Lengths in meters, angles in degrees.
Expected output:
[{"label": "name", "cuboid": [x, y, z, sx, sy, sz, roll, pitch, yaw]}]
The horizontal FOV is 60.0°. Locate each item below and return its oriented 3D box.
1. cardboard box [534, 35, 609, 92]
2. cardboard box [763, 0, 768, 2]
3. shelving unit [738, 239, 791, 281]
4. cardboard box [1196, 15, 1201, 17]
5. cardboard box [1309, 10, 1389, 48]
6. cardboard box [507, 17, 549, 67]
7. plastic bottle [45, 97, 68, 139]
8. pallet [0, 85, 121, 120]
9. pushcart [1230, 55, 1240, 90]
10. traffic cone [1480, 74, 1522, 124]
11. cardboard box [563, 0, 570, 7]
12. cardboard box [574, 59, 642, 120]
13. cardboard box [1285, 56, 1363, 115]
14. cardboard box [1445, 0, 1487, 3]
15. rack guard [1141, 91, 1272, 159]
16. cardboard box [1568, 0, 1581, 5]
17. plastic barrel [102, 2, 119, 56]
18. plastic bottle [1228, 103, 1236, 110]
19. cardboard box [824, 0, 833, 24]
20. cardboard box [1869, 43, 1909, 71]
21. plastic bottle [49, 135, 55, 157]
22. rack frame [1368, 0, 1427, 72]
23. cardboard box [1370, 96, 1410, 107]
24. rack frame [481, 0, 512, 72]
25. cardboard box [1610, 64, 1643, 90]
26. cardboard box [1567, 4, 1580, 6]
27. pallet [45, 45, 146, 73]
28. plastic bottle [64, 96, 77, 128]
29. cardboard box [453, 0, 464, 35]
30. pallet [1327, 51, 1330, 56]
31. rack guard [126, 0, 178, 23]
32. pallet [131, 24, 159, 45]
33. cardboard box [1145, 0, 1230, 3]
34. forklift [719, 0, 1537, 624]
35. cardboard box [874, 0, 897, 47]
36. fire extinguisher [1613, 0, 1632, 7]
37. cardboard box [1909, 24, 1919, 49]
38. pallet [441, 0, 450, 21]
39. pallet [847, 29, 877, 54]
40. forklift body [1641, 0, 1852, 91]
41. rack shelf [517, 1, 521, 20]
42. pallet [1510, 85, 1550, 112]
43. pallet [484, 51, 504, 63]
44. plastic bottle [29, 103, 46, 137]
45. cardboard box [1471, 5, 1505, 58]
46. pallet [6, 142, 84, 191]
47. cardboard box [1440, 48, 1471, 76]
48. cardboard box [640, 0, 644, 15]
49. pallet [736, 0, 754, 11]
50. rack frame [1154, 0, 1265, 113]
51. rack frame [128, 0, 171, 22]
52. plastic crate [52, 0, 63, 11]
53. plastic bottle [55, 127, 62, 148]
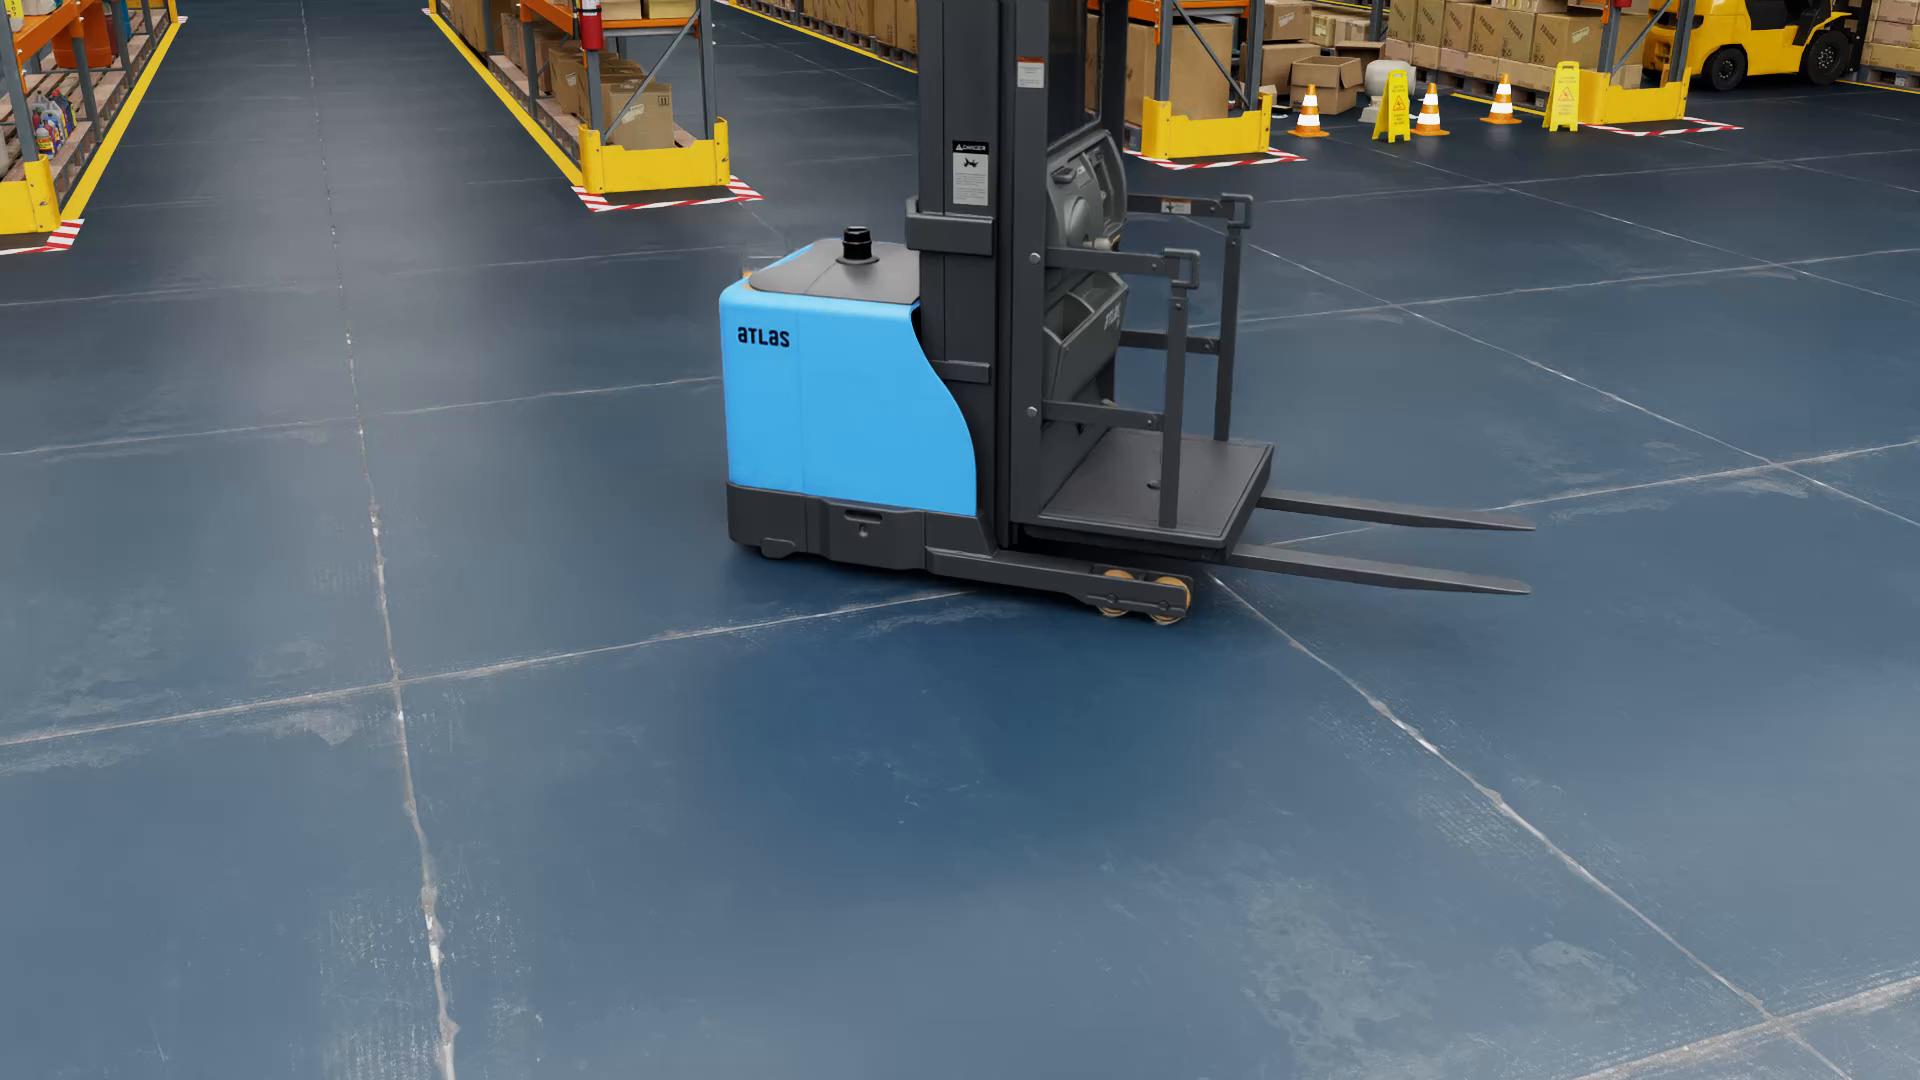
[{"label": "cardboard box", "cuboid": [-4.069, -4.997, 17.396, 0.700, 0.500, 0.500, -10, 25, -23]}, {"label": "cardboard box", "cuboid": [-2.991, -8.809, 26.919, 0.380, 0.149, 0.250, -8, 24, -19]}, {"label": "shelving unit", "cuboid": [-0.819, -0.748, 7.172, 0.215, 1.050, 0.252, -1, 23, -1]}, {"label": "cardboard box", "cuboid": [3.819, -8.010, 24.087, 0.875, 0.875, 0.875, -9, 24, -19]}, {"label": "cardboard box", "cuboid": [4.954, -6.513, 21.184, 0.950, 0.372, 0.625, -7, 24, -16]}, {"label": "cardboard box", "cuboid": [-4.822, -5.784, 19.263, 0.700, 0.500, 0.500, -10, 25, -23]}, {"label": "plastic bottle", "cuboid": [-7.827, -3.641, 14.371, 0.144, 0.351, 0.185, -8, 24, -19]}, {"label": "pallet", "cuboid": [-9.254, -4.480, 17.106, 1.003, 0.211, 1.213, -8, 24, -19]}, {"label": "pushcart", "cuboid": [3.284, -5.540, 19.409, 1.648, 0.377, 0.936, -18, 29, -37]}, {"label": "traffic cone", "cuboid": [5.453, -4.437, 16.681, 0.336, 0.463, 0.334, -8, 24, -19]}, {"label": "cardboard box", "cuboid": [-3.210, -4.678, 14.311, 0.380, 0.149, 0.250, -8, 24, -19]}, {"label": "cardboard box", "cuboid": [-3.266, -4.189, 15.505, 0.500, 0.500, 0.500, -11, 25, -24]}, {"label": "cardboard box", "cuboid": [3.823, -4.767, 17.412, 0.637, 0.503, 0.797, 12, 26, 27]}, {"label": "cardboard box", "cuboid": [5.624, -6.062, 18.469, 0.380, 0.149, 0.250, -7, 24, -16]}, {"label": "rack guard", "cuboid": [2.225, -3.750, 15.003, 1.175, 0.500, 0.348, -8, 24, -19]}, {"label": "cardboard box", "cuboid": [9.074, -7.850, 24.030, 0.875, 0.625, 0.625, -8, 24, -17]}, {"label": "plastic barrel", "cuboid": [-10.507, -6.162, 20.072, 0.600, 0.588, 0.708, -8, 24, -19]}, {"label": "plastic bottle", "cuboid": [2.771, -4.551, 17.469, 0.283, 0.061, 0.133, -18, 29, -37]}, {"label": "cardboard box", "cuboid": [-1.623, -7.627, 23.661, 0.500, 0.500, 0.500, -8, 24, -18]}, {"label": "cardboard box", "cuboid": [10.826, -5.545, 19.043, 0.500, 0.250, 0.500, -8, 24, -19]}, {"label": "plastic bottle", "cuboid": [-7.478, -3.240, 13.610, 0.097, 0.201, 0.097, 0, 23, 0]}, {"label": "rack frame", "cuboid": [5.399, -7.080, 19.685, 1.000, 3.000, 0.127, -8, 24, -19]}, {"label": "cardboard box", "cuboid": [4.459, -4.512, 17.263, 0.380, 0.149, 0.250, 4, 23, 9]}, {"label": "rack frame", "cuboid": [-5.285, -7.174, 19.908, 1.000, 3.000, 0.127, -8, 24, -19]}, {"label": "cardboard box", "cuboid": [6.786, -4.884, 17.475, 0.500, 0.250, 0.500, -9, 24, -19]}, {"label": "cardboard box", "cuboid": [6.418, -5.611, 18.234, 0.500, 0.500, 0.500, -8, 24, -18]}, {"label": "pallet", "cuboid": [-10.664, -5.932, 20.553, 1.003, 0.211, 1.213, -8, 24, -19]}, {"label": "plastic bottle", "cuboid": [-8.027, -3.862, 14.982, 0.061, 0.283, 0.133, -7, 24, -16]}, {"label": "cardboard box", "cuboid": [-6.137, -7.287, 22.372, 1.225, 0.875, 0.875, -9, 25, -21]}, {"label": "pallet", "cuboid": [4.688, -6.522, 21.951, 1.003, 0.211, 1.213, -8, 24, -19]}, {"label": "rack guard", "cuboid": [-12.766, -8.256, 25.694, 1.175, 0.500, 0.348, -8, 24, -19]}, {"label": "pallet", "cuboid": [-11.628, -6.924, 22.907, 1.003, 0.211, 1.213, -8, 24, -19]}, {"label": "cardboard box", "cuboid": [2.043, -5.108, 14.815, 0.875, 0.550, 0.550, -8, 24, -19]}, {"label": "forklift", "cuboid": [0.653, -1.279, 6.012, 3.031, 2.935, 1.130, 8, 24, 18]}, {"label": "cardboard box", "cuboid": [-0.478, -6.741, 21.236, 1.050, 0.750, 0.750, -9, 24, -20]}, {"label": "fire extinguisher", "cuboid": [6.421, -5.486, 16.003, 0.296, 0.674, 0.183, -8, 24, -19]}, {"label": "cardboard box", "cuboid": [10.990, -5.600, 18.529, 0.500, 0.250, 0.500, -9, 24, -20]}, {"label": "pallet", "cuboid": [-7.756, -8.515, 26.682, 1.003, 0.211, 1.213, -8, 24, -19]}, {"label": "pallet", "cuboid": [-0.884, -6.816, 22.651, 1.003, 0.211, 1.213, -8, 24, -19]}, {"label": "forklift body", "cuboid": [9.078, -6.356, 19.062, 2.313, 2.155, 1.214, -8, 24, -19]}, {"label": "rack shelf", "cuboid": [-4.579, -6.115, 18.323, 1.077, 0.370, 4.000, -8, 24, -19]}, {"label": "pallet", "cuboid": [6.531, -4.669, 17.556, 1.003, 0.211, 1.213, -8, 24, -19]}, {"label": "pallet", "cuboid": [-5.493, -6.185, 21.154, 1.003, 0.211, 1.213, -8, 24, -19]}, {"label": "plastic bottle", "cuboid": [-8.071, -3.695, 14.594, 0.152, 0.276, 0.135, -8, 24, -19]}, {"label": "cardboard box", "cuboid": [5.926, -5.527, 18.036, 0.500, 0.500, 0.500, -9, 24, -20]}, {"label": "pallet", "cuboid": [-7.873, -3.062, 13.743, 1.003, 0.211, 1.213, -8, 24, -19]}, {"label": "cardboard box", "cuboid": [5.744, -5.370, 18.628, 0.500, 0.250, 0.500, -9, 24, -20]}, {"label": "cardboard box", "cuboid": [-2.407, -4.381, 13.605, 0.380, 0.149, 0.250, -8, 24, -19]}, {"label": "pallet", "cuboid": [-3.155, -9.111, 28.096, 1.003, 0.211, 1.213, -8, 24, -19]}, {"label": "rack frame", "cuboid": [2.217, -4.911, 14.539, 1.000, 3.000, 0.127, -8, 24, -19]}, {"label": "rack frame", "cuboid": [-12.745, -9.401, 25.192, 1.000, 3.000, 0.127, -8, 24, -19]}, {"label": "plastic crate", "cuboid": [-7.861, -4.607, 14.010, 0.499, 0.251, 0.616, -8, 24, -19]}, {"label": "plastic bottle", "cuboid": [-7.633, -3.399, 13.988, 0.097, 0.201, 0.097, 0, 23, 0]}]
